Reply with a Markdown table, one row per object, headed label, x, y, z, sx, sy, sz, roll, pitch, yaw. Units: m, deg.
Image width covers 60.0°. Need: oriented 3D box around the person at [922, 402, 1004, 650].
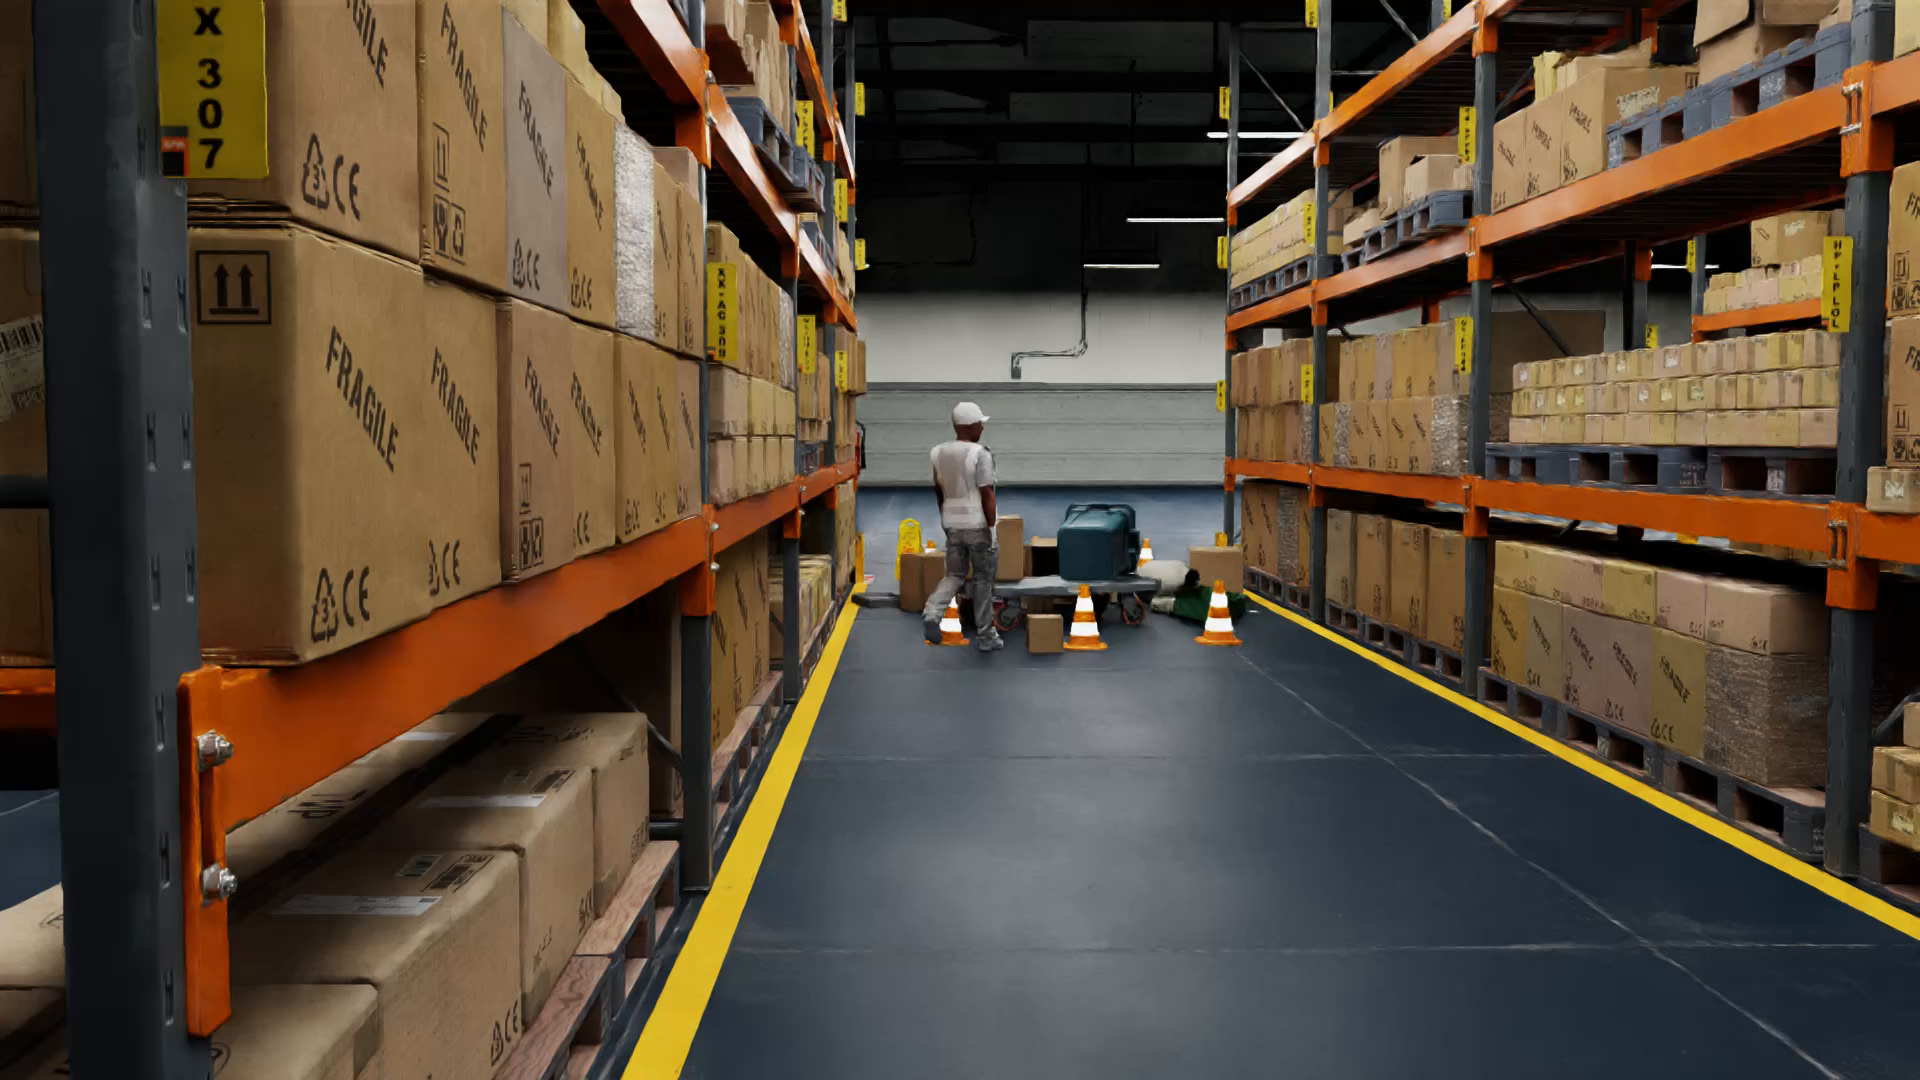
| label | x | y | z | sx | sy | sz | roll | pitch | yaw |
| --- | --- | --- | --- | --- | --- | --- | --- | --- | --- |
| person | 0.061 | -0.090 | 11.826 | 0.592 | 1.779 | 0.774 | 3 | 5 | 37 |
